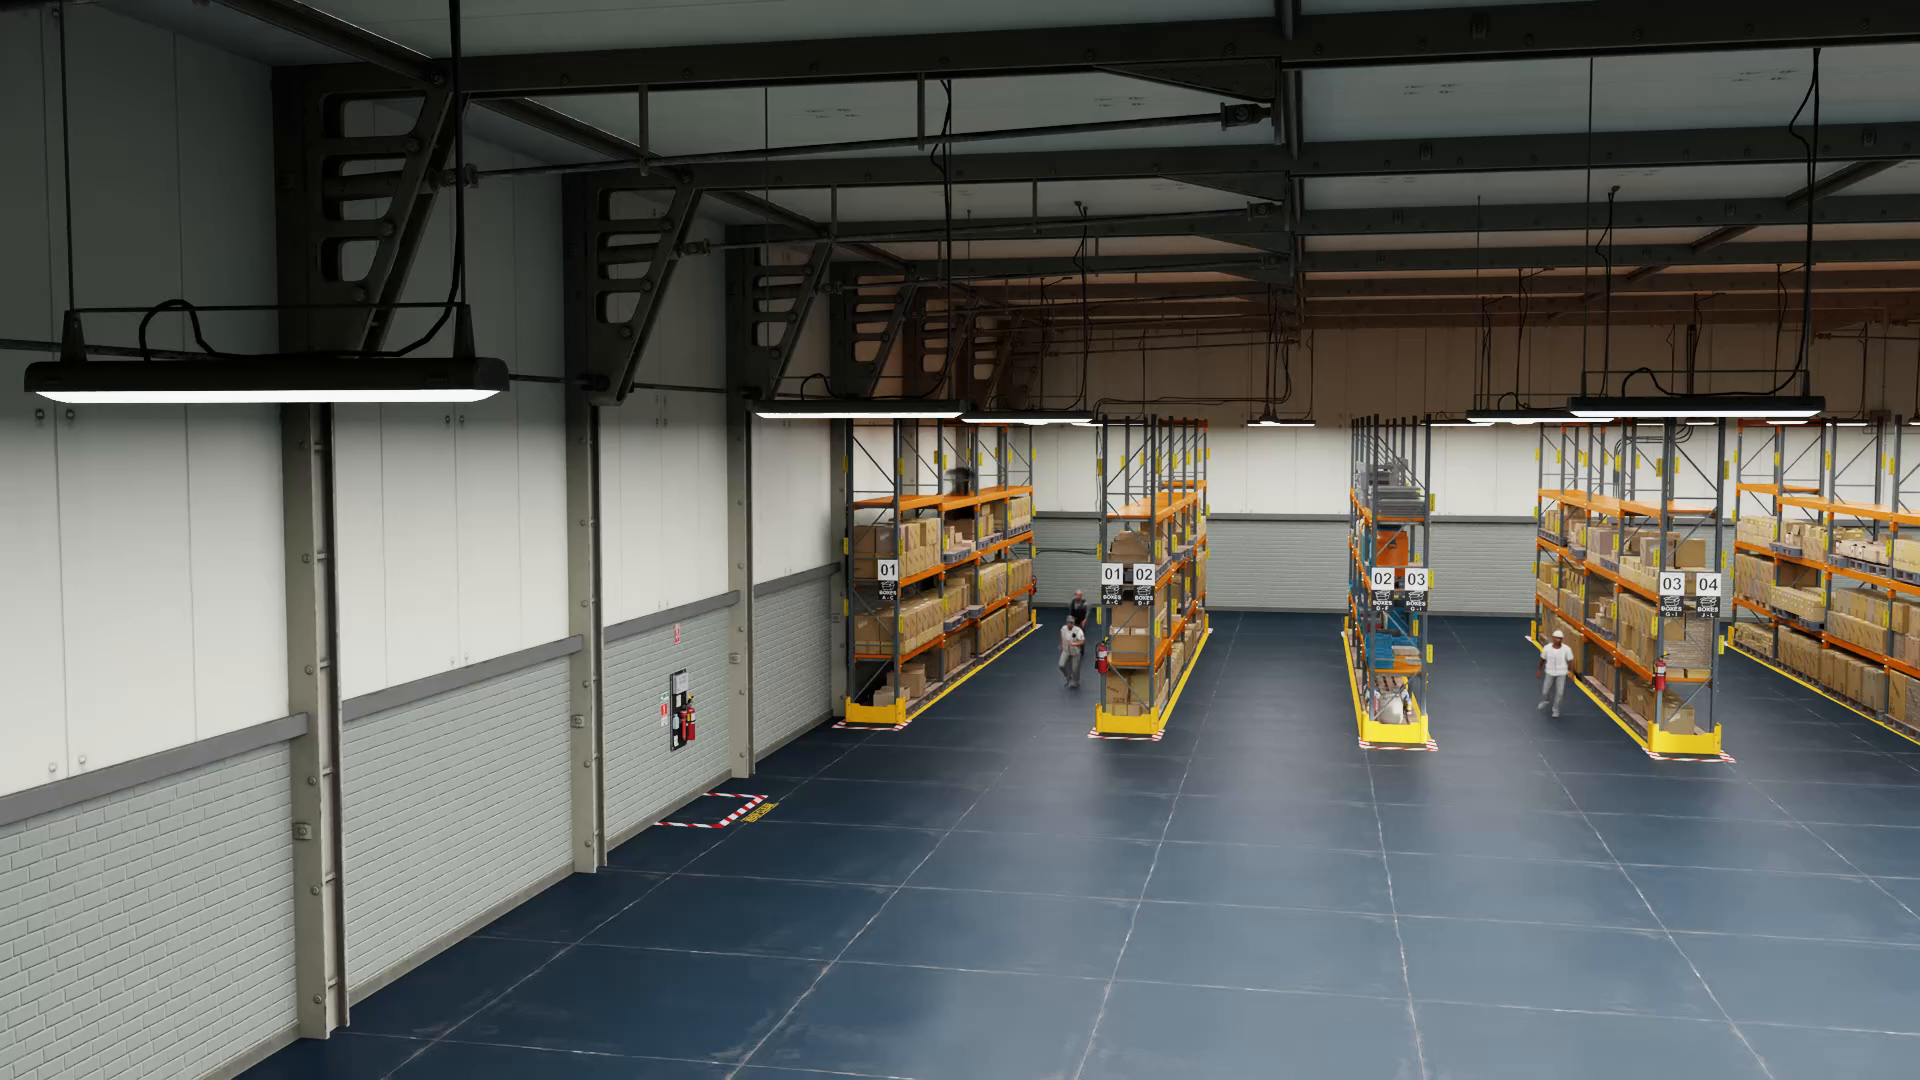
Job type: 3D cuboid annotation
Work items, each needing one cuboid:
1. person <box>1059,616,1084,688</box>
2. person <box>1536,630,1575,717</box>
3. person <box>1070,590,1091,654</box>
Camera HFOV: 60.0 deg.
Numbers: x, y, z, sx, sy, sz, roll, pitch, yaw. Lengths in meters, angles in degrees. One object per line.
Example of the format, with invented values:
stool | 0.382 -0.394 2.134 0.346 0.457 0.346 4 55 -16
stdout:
person | 2.446 2.454 36.602 0.668 1.630 0.976 1 4 18
person | 11.861 2.647 33.131 0.746 1.726 0.670 2 4 25
person | 3.014 2.085 41.966 0.649 1.661 0.743 2 4 24
